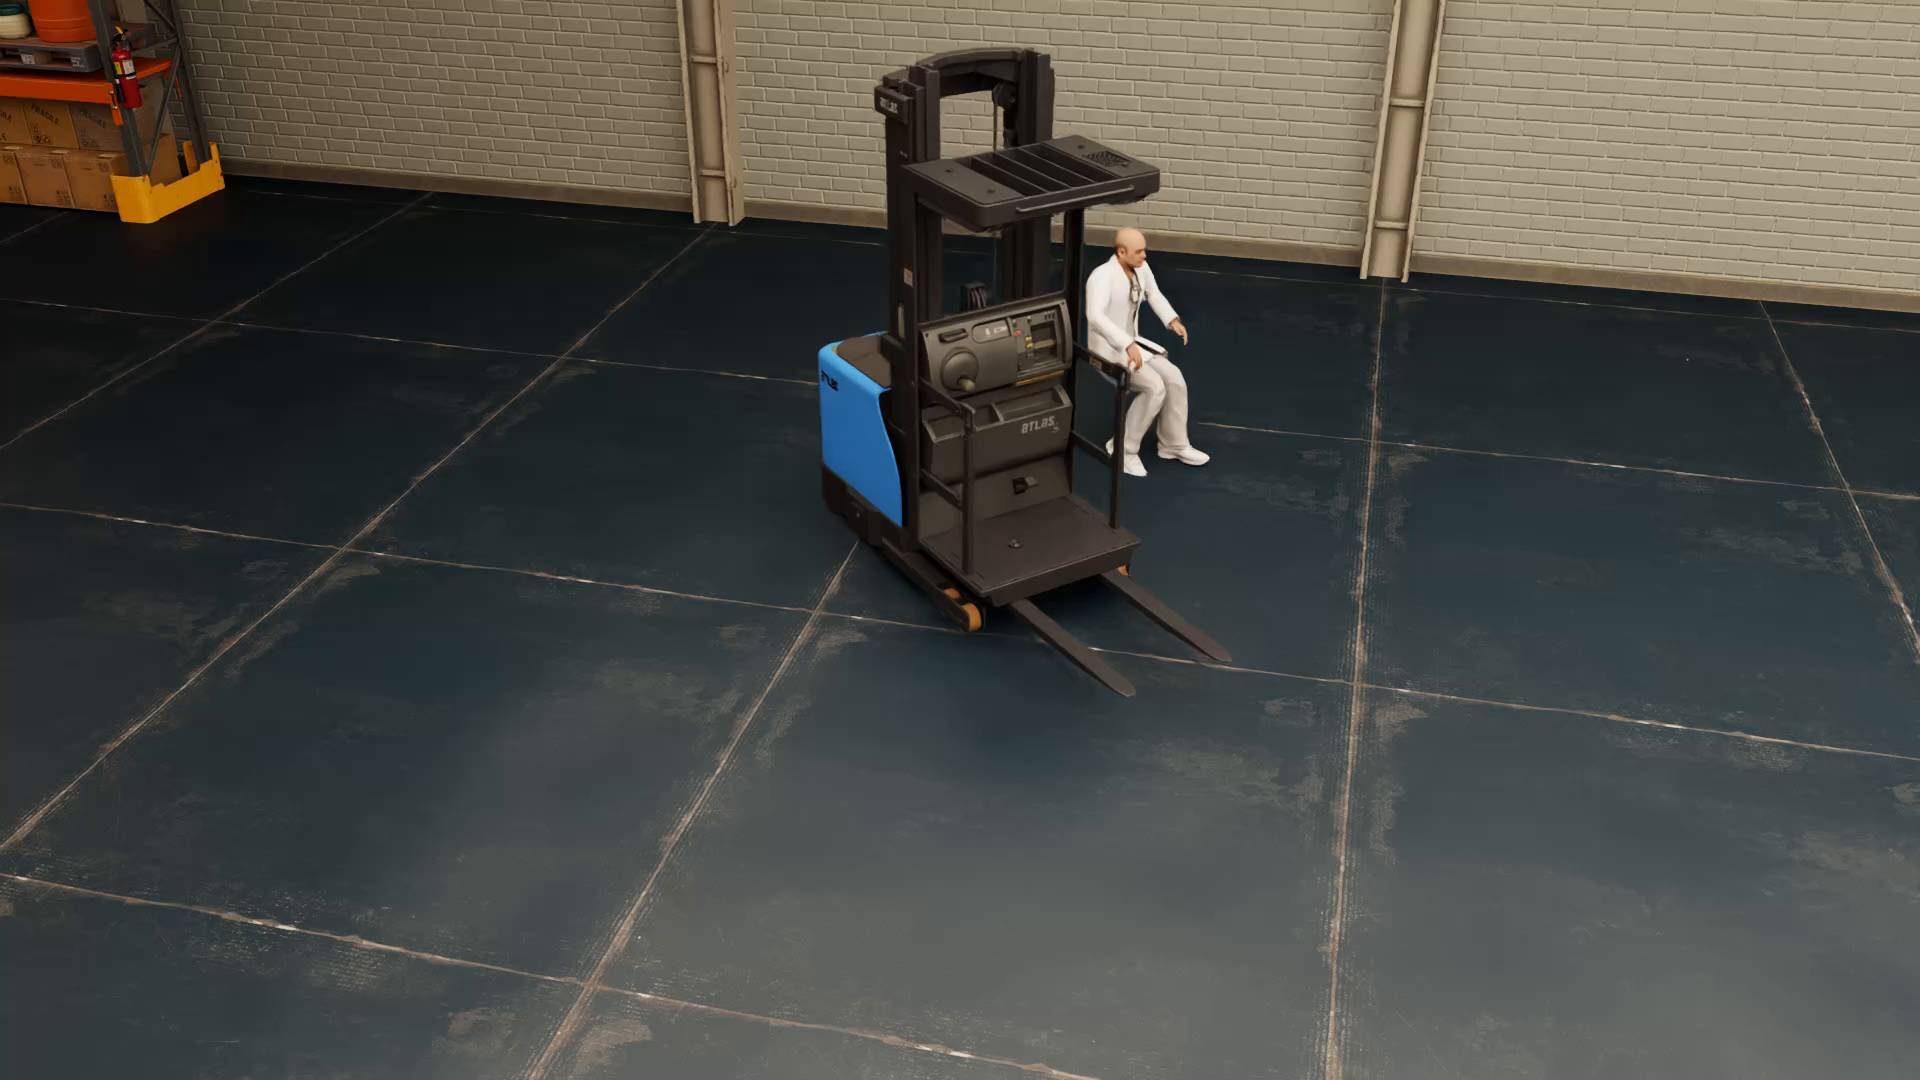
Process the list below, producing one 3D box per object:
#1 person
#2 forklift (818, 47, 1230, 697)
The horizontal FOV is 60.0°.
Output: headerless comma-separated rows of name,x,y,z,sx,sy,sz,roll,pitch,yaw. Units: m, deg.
person,1.264,-1.240,10.852,0.919,1.551,0.851,17,34,28
forklift,0.325,-1.020,8.970,1.130,2.935,3.031,-17,34,-27
